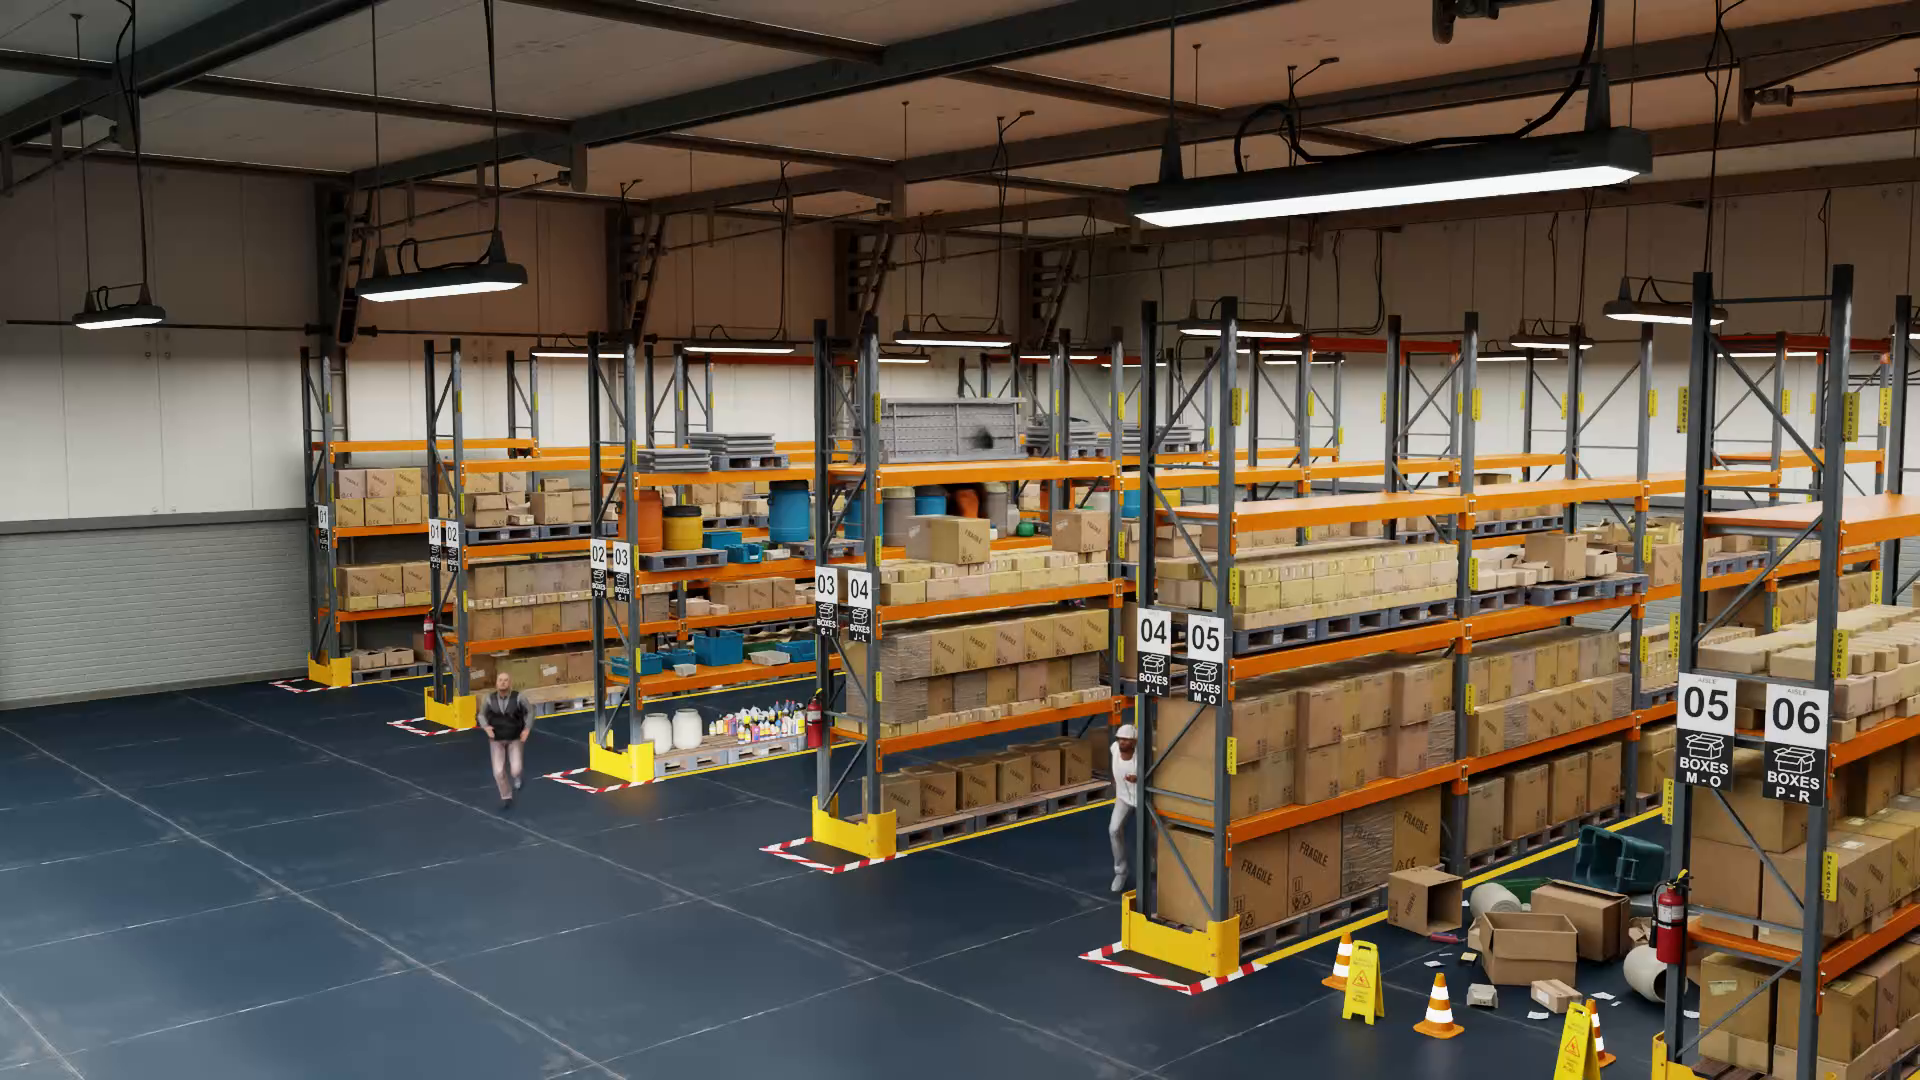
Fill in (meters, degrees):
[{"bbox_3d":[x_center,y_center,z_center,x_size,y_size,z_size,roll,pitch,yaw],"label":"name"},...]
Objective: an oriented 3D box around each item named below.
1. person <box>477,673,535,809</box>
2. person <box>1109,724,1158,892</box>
[{"bbox_3d":[-5.695,2.504,20.879,0.701,1.684,0.584,-1,5,-11],"label":"person"},{"bbox_3d":[1.862,2.773,17.505,0.690,1.770,0.958,3,6,28],"label":"person"}]
